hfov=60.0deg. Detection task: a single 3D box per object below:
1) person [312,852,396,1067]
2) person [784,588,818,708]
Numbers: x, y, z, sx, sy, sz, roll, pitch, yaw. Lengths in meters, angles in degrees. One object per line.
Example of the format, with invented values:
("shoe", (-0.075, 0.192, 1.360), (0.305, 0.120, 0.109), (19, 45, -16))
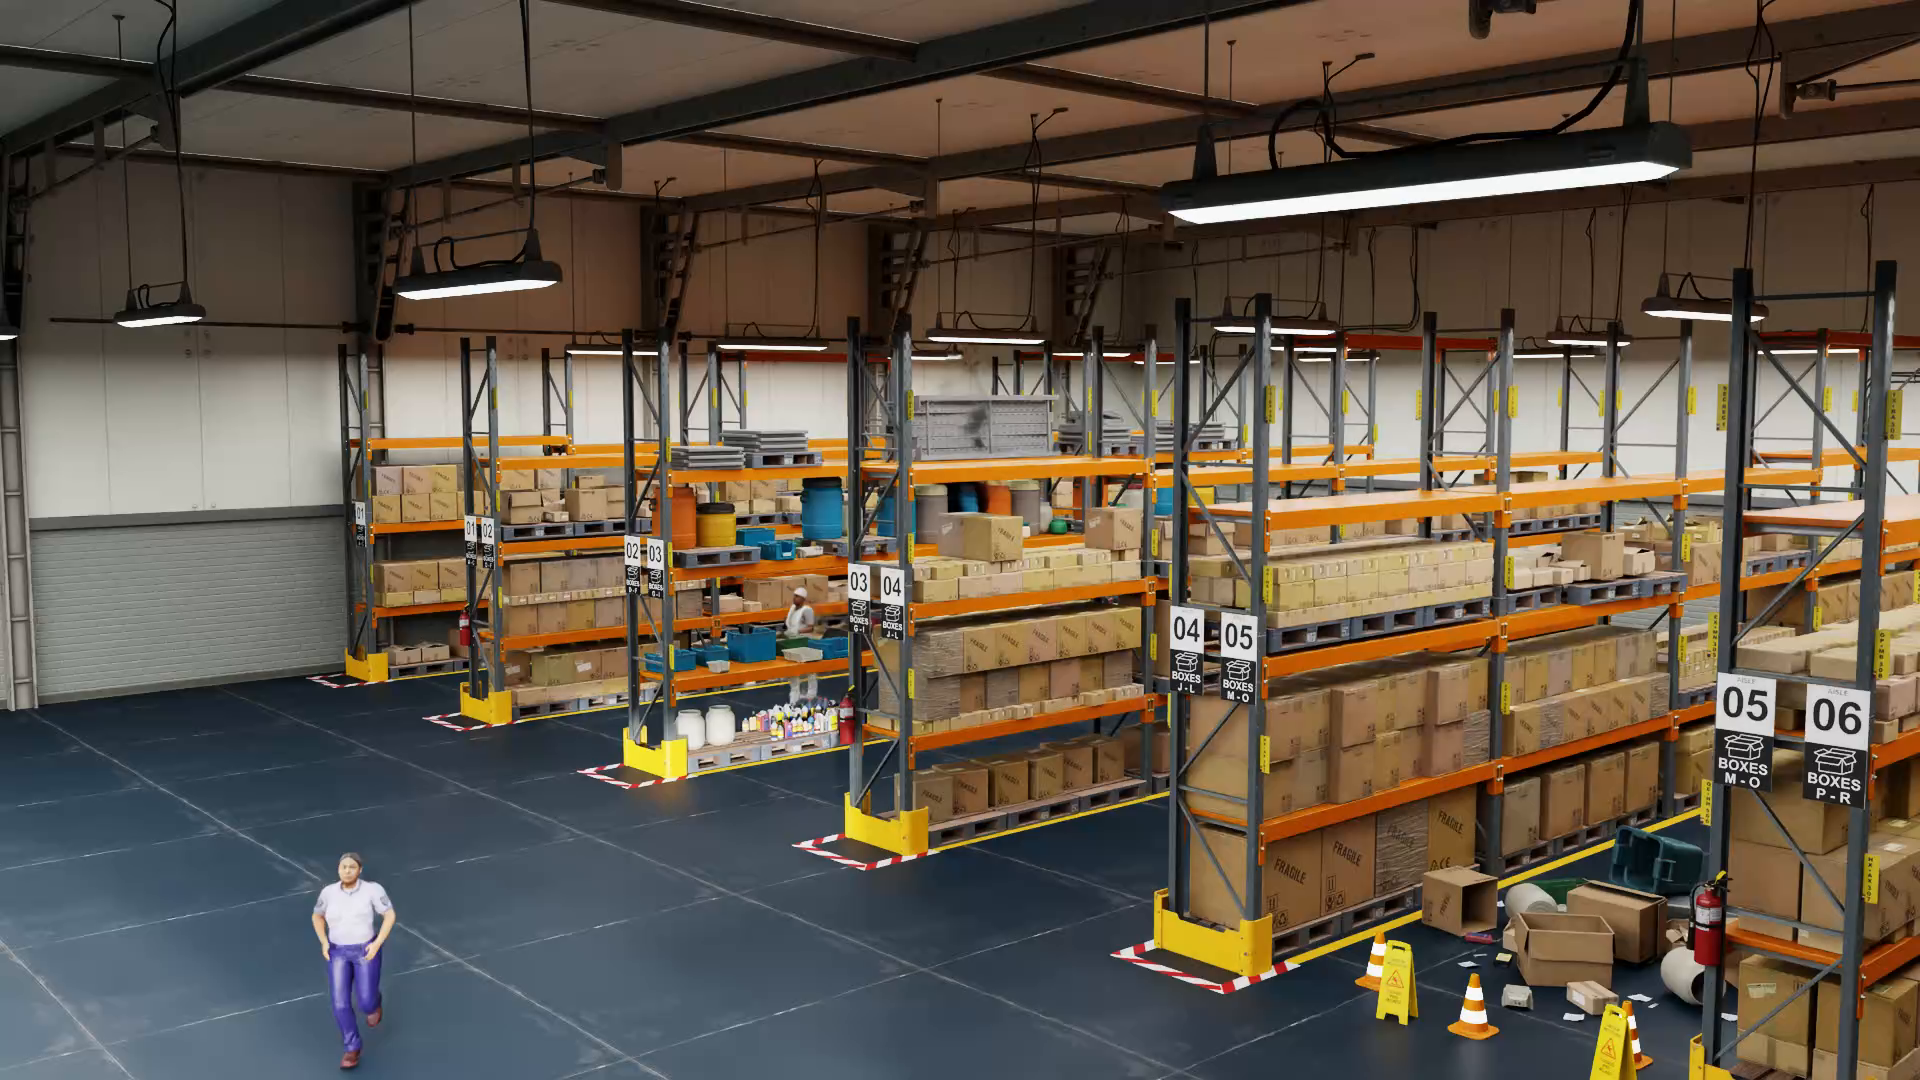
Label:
("person", (-4.707, 3.212, 12.906), (0.626, 1.587, 0.687), (-1, 5, -10))
("person", (-2.537, 1.695, 26.082), (0.641, 1.904, 0.668), (-5, 7, -42))
